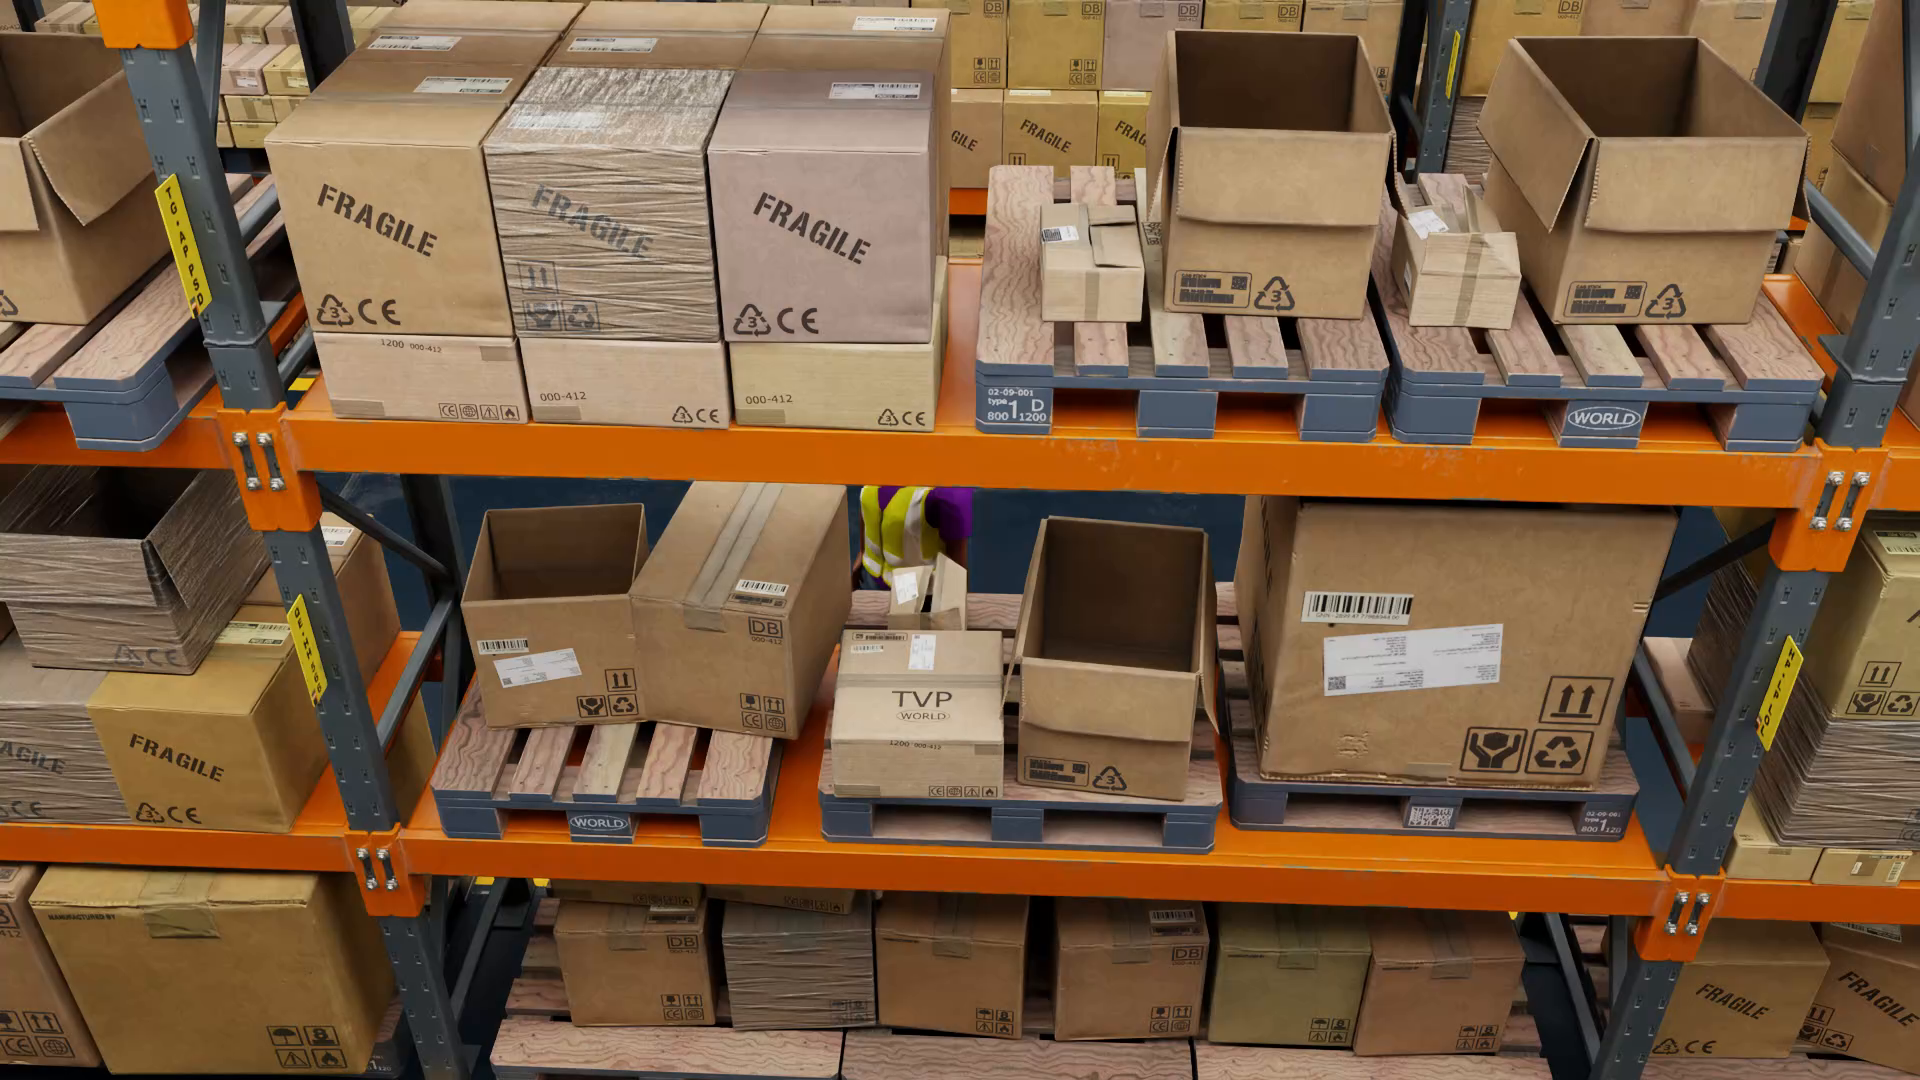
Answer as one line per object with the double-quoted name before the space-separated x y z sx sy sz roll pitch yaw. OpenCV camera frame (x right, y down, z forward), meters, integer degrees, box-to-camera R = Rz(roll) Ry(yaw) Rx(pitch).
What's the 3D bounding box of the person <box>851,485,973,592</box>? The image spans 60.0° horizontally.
"person" -0.219 0.172 6.878 0.414 1.809 0.590 -28 44 -33
